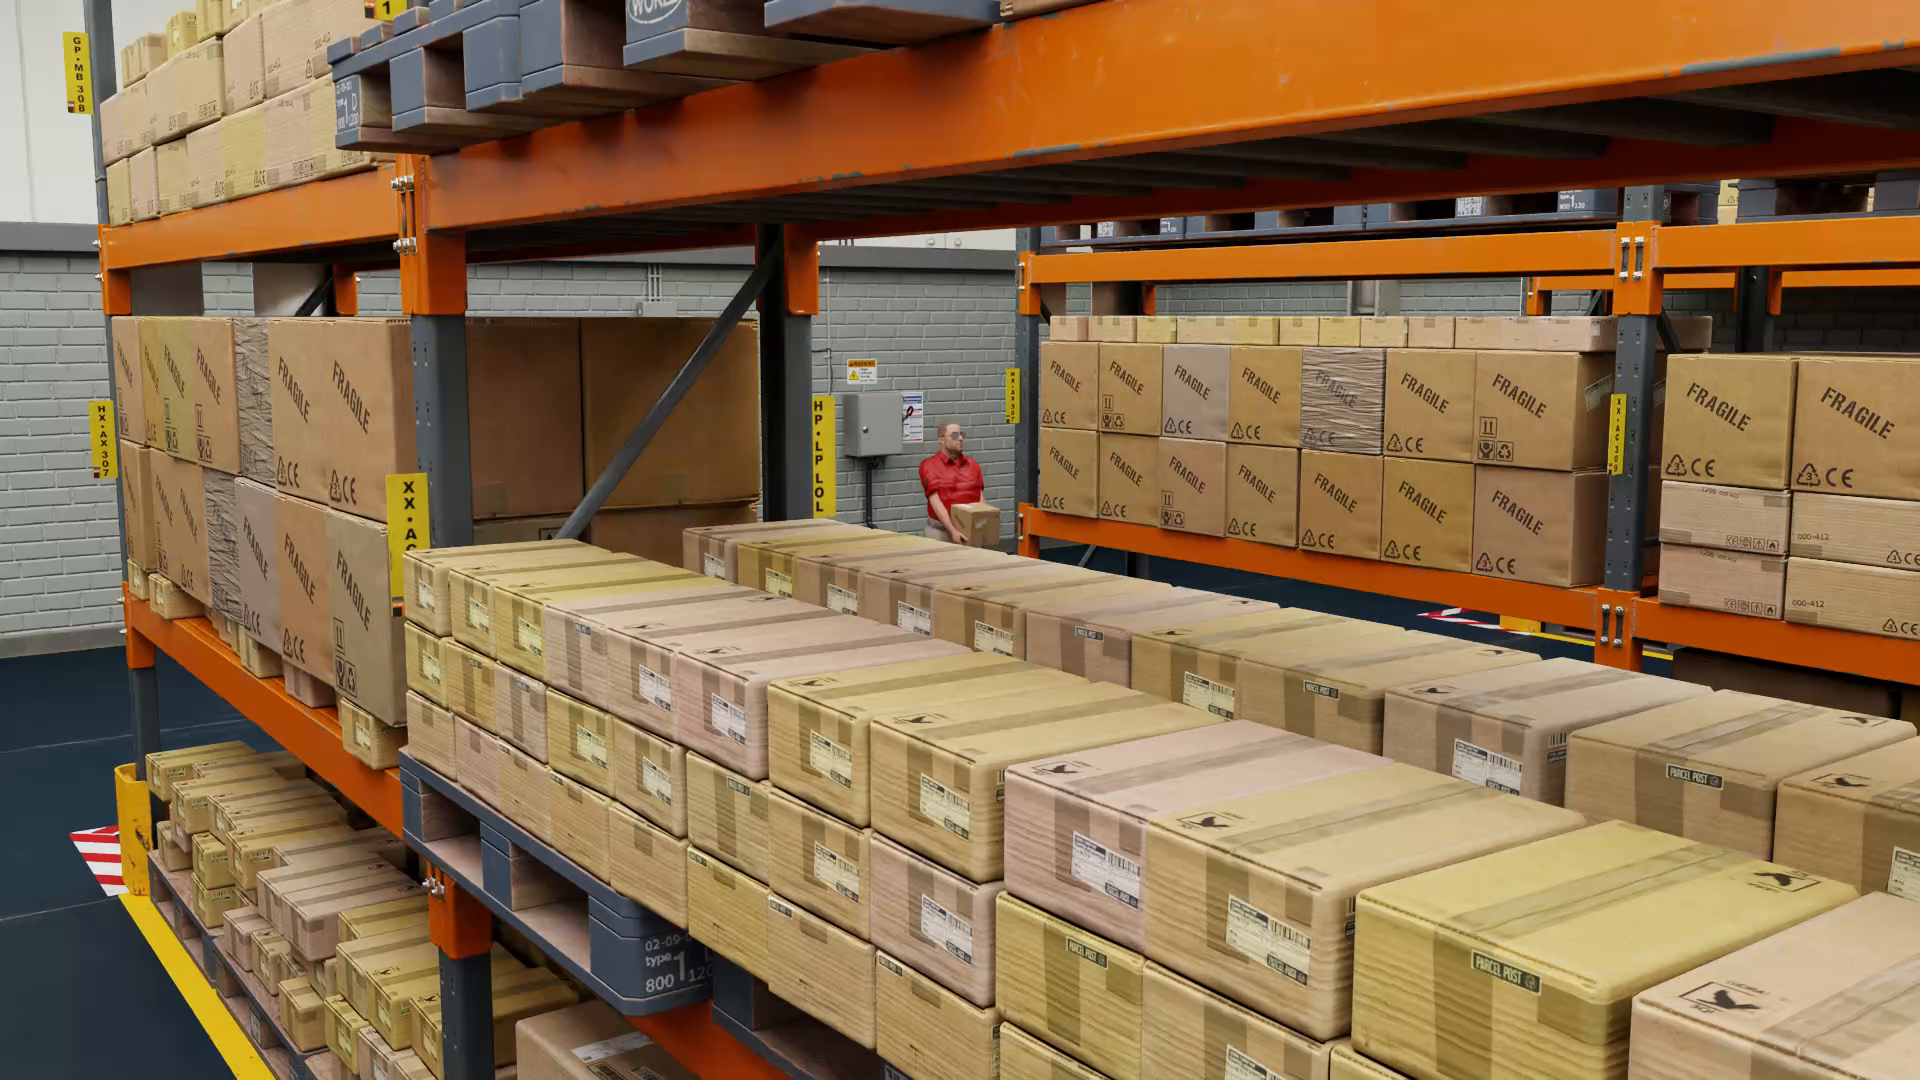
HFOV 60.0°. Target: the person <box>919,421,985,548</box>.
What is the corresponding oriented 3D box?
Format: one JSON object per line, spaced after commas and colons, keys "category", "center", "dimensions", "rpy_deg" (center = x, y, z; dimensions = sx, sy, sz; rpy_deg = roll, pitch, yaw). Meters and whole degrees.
{"category": "person", "center": [0.015, 0.030, 11.688], "dimensions": [0.493, 1.712, 0.537], "rpy_deg": [-6, 9, -36]}
